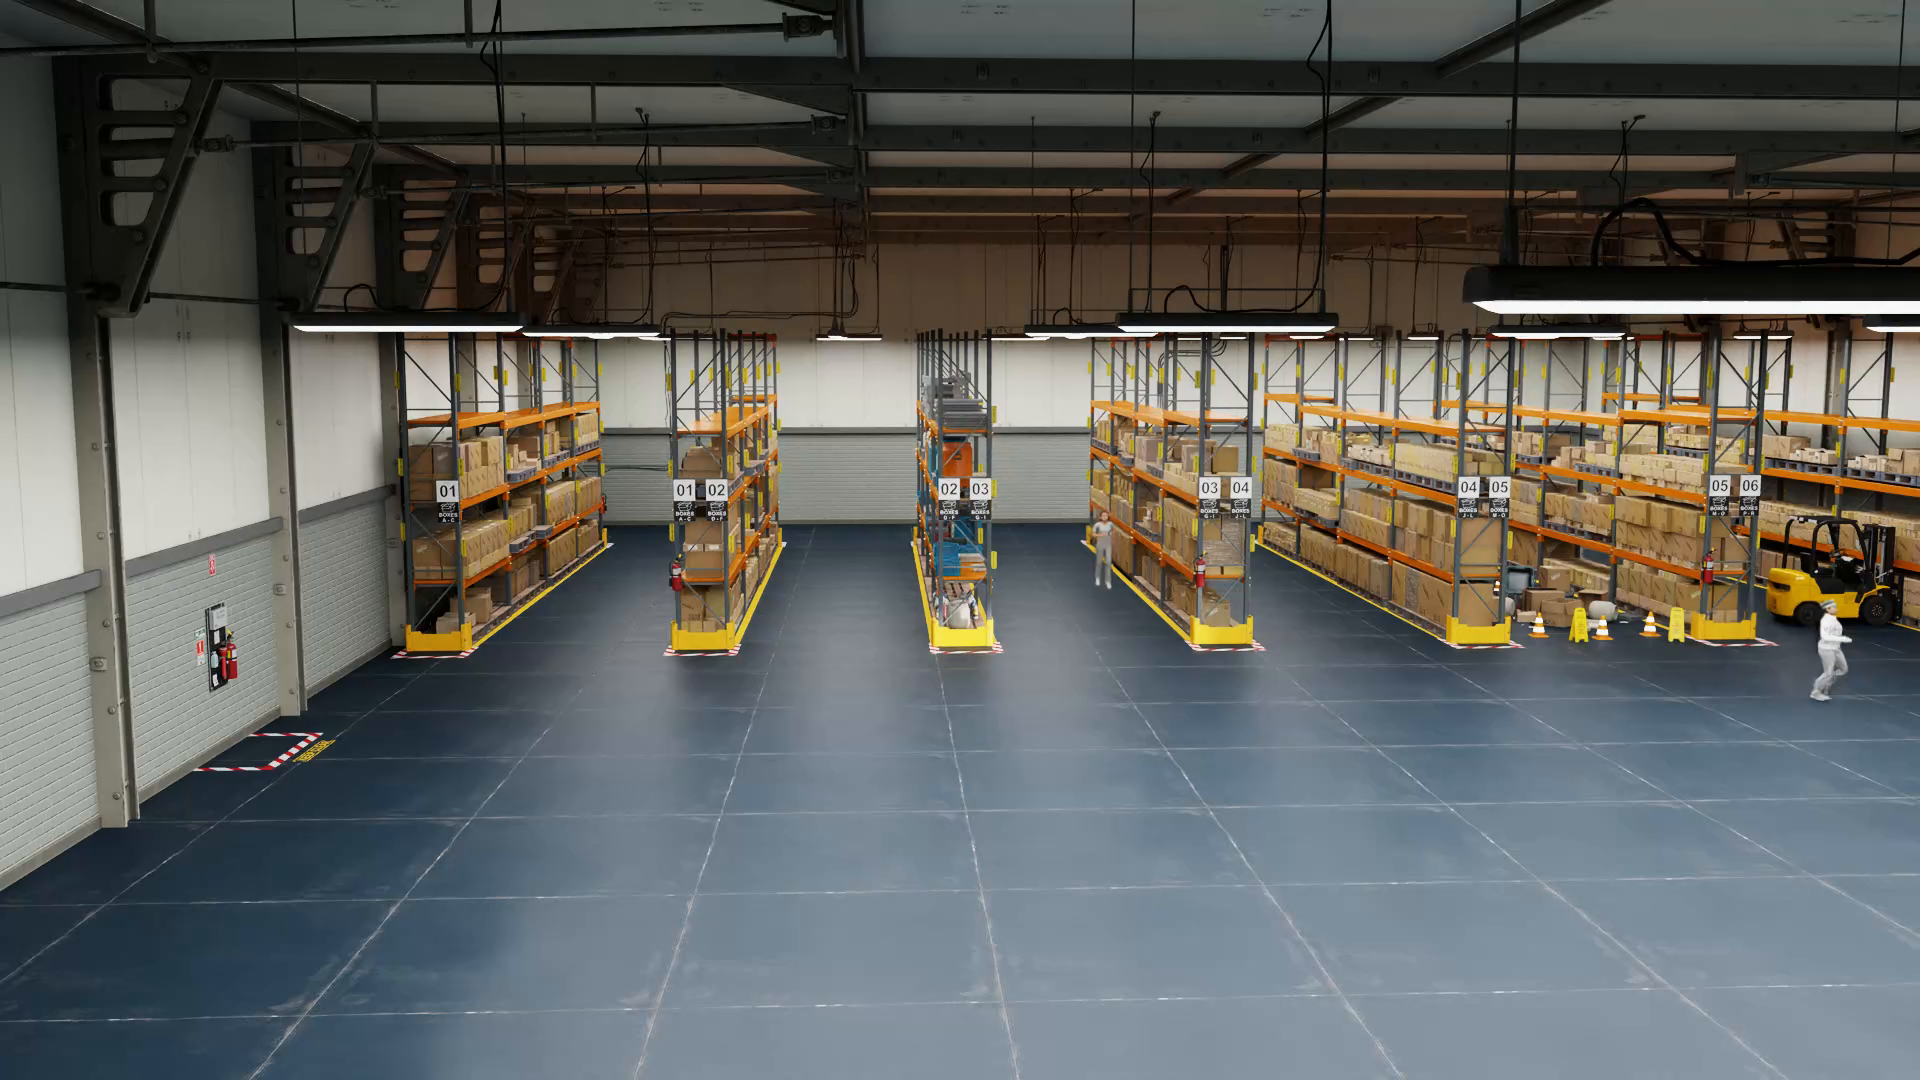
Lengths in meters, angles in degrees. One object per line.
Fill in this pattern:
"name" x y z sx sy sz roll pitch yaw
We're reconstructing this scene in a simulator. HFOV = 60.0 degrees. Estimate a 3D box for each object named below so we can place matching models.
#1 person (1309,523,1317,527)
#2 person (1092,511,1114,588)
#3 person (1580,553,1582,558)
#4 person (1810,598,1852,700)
"person" 10.312 -0.820 48.736 0.702 1.658 0.657 -4 8 -33
"person" 3.215 0.187 37.277 0.583 1.710 0.831 -1 7 -10
"person" 15.960 -0.224 43.062 0.636 1.851 0.783 -2 7 -13
"person" 13.980 1.757 26.614 0.577 1.666 0.599 6 9 43
